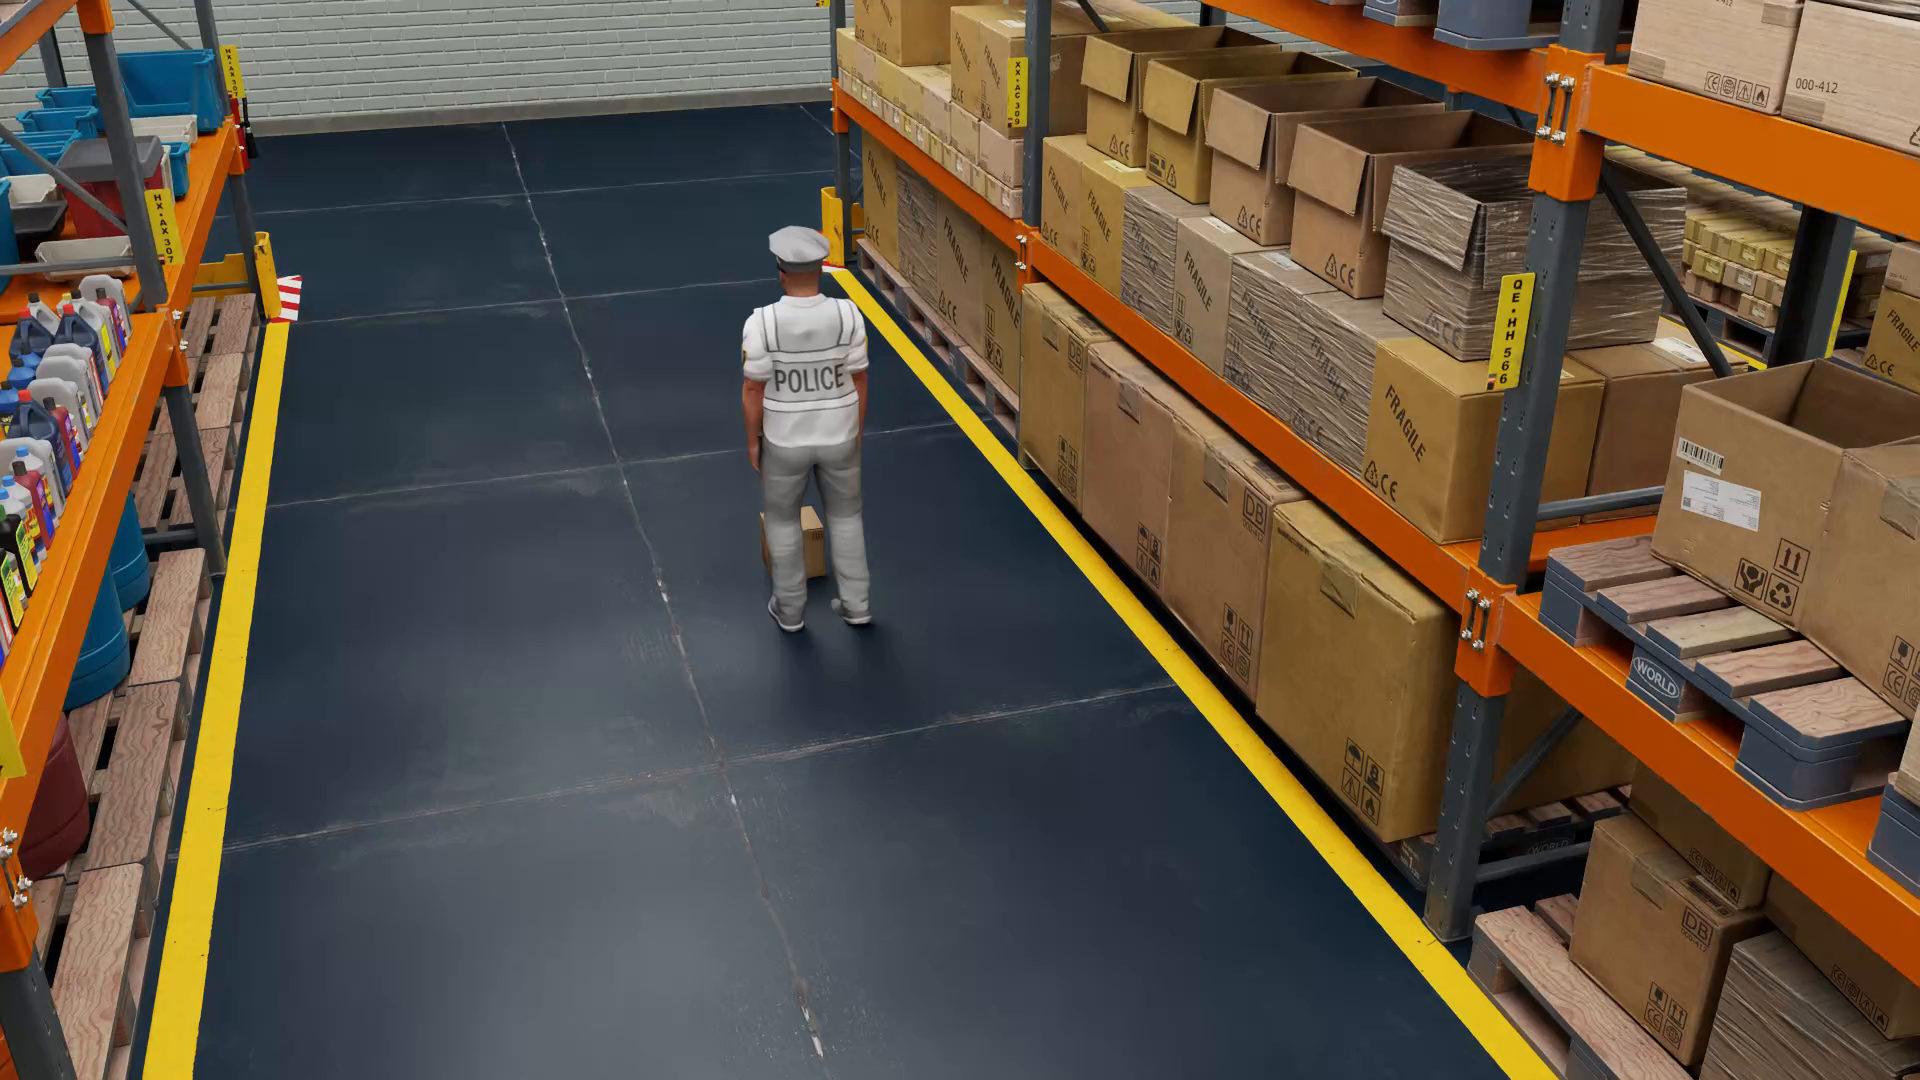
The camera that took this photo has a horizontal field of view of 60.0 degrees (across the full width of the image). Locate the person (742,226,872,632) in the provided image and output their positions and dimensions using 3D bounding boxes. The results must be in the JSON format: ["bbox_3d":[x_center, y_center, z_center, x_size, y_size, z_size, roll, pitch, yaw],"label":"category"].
[{"bbox_3d":[-0.651,-0.432,7.016,0.528,1.799,0.391,-7,27,-15],"label":"person"}]
